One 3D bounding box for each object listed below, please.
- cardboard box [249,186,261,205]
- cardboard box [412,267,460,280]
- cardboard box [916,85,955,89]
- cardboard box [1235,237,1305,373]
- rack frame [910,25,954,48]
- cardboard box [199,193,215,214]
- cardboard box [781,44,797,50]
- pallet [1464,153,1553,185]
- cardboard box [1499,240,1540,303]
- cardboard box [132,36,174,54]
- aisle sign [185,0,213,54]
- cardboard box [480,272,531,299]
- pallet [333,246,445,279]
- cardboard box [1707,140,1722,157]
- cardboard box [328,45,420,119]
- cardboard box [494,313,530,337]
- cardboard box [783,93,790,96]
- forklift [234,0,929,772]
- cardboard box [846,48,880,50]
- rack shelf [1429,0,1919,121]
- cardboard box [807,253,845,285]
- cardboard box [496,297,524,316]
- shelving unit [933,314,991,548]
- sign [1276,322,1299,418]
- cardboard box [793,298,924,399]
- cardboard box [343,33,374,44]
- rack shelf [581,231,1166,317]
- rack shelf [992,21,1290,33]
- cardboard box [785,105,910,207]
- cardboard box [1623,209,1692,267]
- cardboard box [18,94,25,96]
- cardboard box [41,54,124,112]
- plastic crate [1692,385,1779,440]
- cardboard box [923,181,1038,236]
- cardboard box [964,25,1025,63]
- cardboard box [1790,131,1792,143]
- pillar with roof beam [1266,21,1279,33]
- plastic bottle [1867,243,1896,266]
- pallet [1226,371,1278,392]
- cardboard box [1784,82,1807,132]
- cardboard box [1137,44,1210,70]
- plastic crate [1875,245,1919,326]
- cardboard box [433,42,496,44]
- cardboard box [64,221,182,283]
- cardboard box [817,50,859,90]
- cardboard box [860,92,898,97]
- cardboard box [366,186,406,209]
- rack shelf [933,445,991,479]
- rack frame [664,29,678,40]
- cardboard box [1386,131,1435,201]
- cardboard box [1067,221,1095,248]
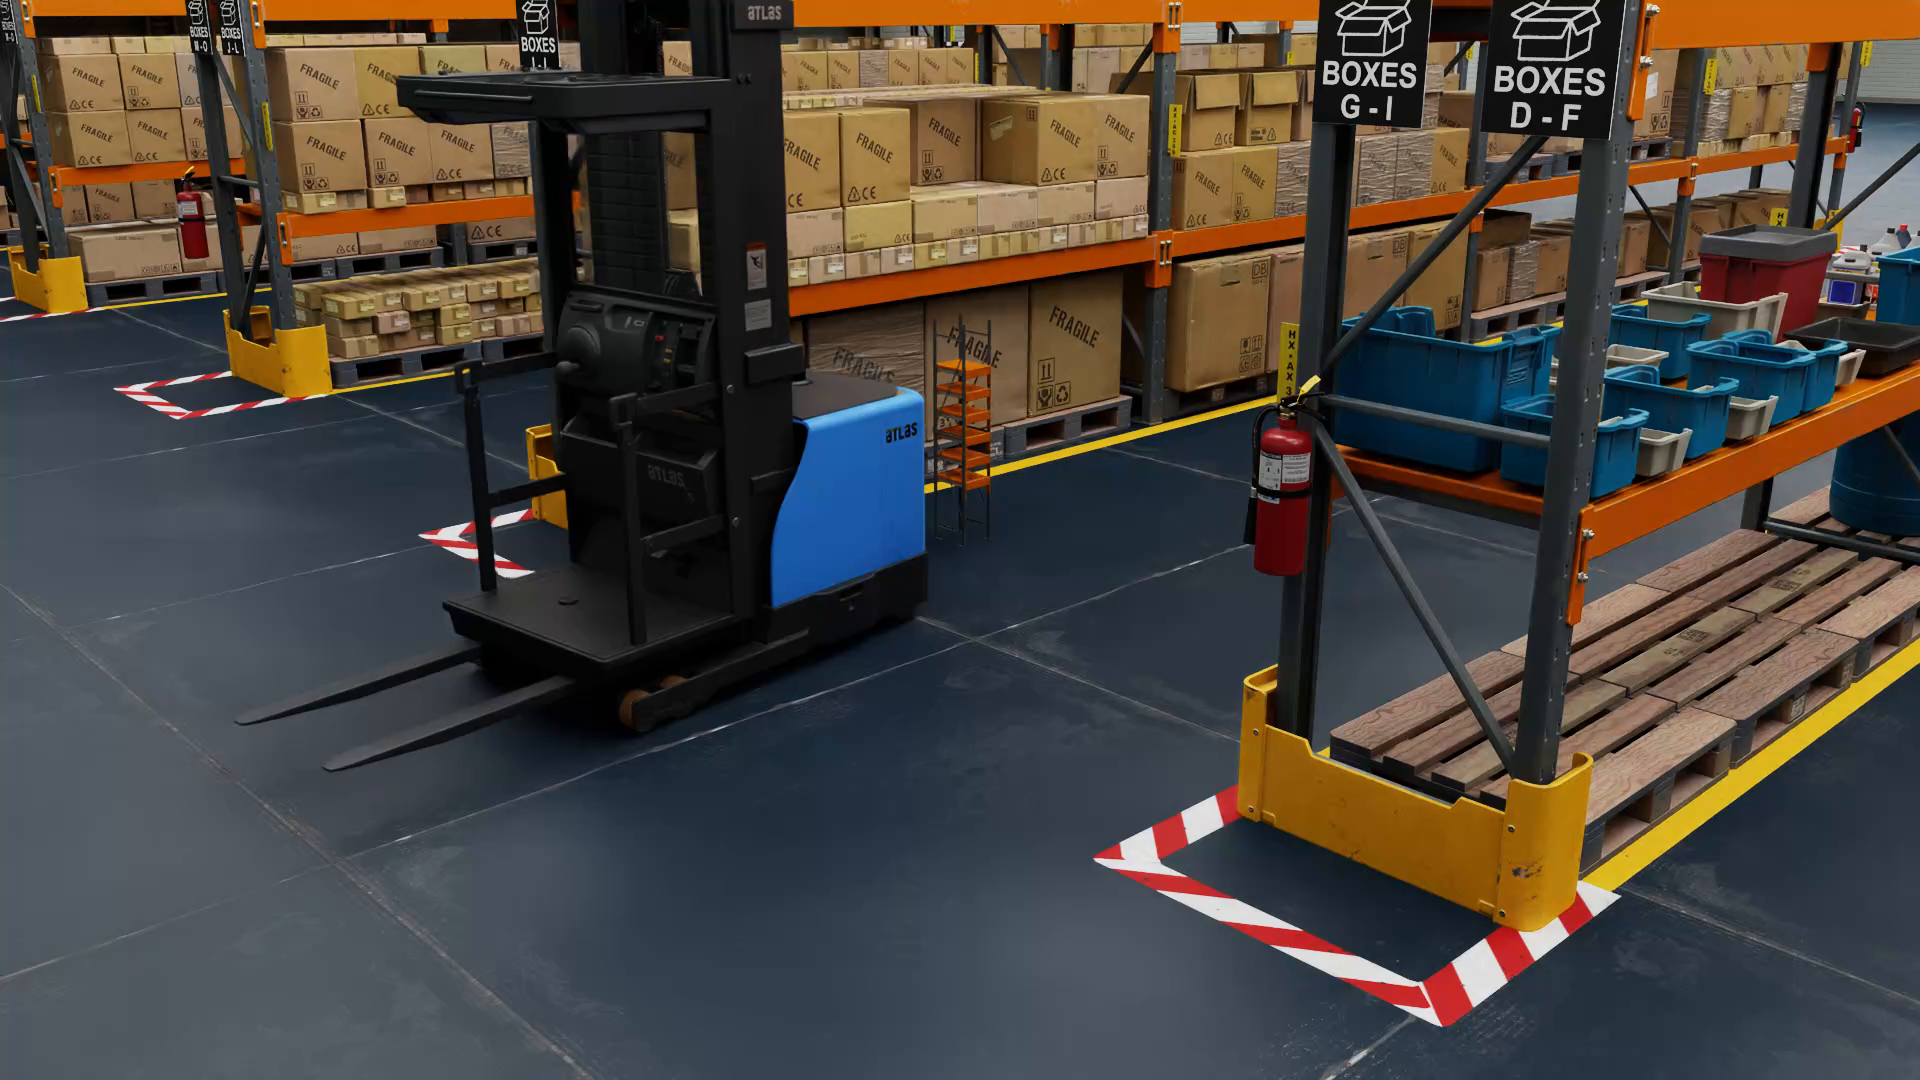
[{"bbox_3d":[-5.191,-2.623,12.618,0.250,0.149,0.380,-16,24,-41],"label":"cardboard box"},{"bbox_3d":[-4.311,-2.139,13.697,0.250,0.149,0.380,-15,23,-39],"label":"cardboard box"},{"bbox_3d":[-0.264,-4.505,16.779,0.250,0.149,0.380,-16,24,-41],"label":"cardboard box"},{"bbox_3d":[2.107,-1.843,12.571,1.225,0.875,0.875,17,24,42],"label":"cardboard box"},{"bbox_3d":[-0.495,-8.200,29.412,0.127,3.000,1.000,-16,24,-41],"label":"rack frame"},{"bbox_3d":[-9.677,-4.297,21.126,0.258,0.266,0.396,-15,23,-39],"label":"cardboard box"},{"bbox_3d":[-2.850,-7.931,26.885,0.250,0.149,0.380,-16,24,-40],"label":"cardboard box"},{"bbox_3d":[4.358,-3.256,14.474,1.003,0.211,1.213,-16,24,-41],"label":"pallet"},{"bbox_3d":[4.781,-2.459,15.046,0.700,0.500,0.500,15,24,39],"label":"cardboard box"},{"bbox_3d":[-7.672,-4.704,15.793,0.380,0.149,0.250,17,25,42],"label":"cardboard box"},{"bbox_3d":[-5.493,-3.898,11.930,0.004,0.787,0.394,-16,24,-41],"label":"aisle sign"},{"bbox_3d":[-3.677,-2.055,13.436,0.250,0.149,0.380,-16,24,-40],"label":"cardboard box"},{"bbox_3d":[-6.408,-3.075,18.128,1.213,0.211,1.003,-16,24,-41],"label":"pallet"},{"bbox_3d":[7.374,-3.929,16.645,0.250,0.149,0.380,-16,24,-41],"label":"cardboard box"},{"bbox_3d":[-4.363,-3.419,12.400,0.500,0.500,0.500,-15,23,-39],"label":"cardboard box"},{"bbox_3d":[-3.702,-1.759,13.489,0.380,0.149,0.250,16,24,41],"label":"cardboard box"},{"bbox_3d":[-1.786,-4.061,15.409,0.380,0.149,0.250,17,25,42],"label":"cardboard box"},{"bbox_3d":[-1.478,-0.803,6.708,1.130,2.935,3.031,14,23,38],"label":"forklift"},{"bbox_3d":[-1.258,-6.386,22.494,0.500,0.500,0.500,-16,24,-41],"label":"cardboard box"},{"bbox_3d":[2.957,-1.876,6.209,4.000,0.370,1.077,-16,24,-41],"label":"rack shelf"},{"bbox_3d":[-0.855,-1.523,9.227,0.250,0.149,0.380,-17,24,-42],"label":"cardboard box"},{"bbox_3d":[-3.765,-1.940,13.564,0.250,0.149,0.380,-15,23,-38],"label":"cardboard box"},{"bbox_3d":[0.011,-0.574,8.809,0.189,1.200,0.258,-16,24,-41],"label":"shelving unit"},{"bbox_3d":[1.114,-0.565,5.598,0.005,0.325,0.100,-16,24,-41],"label":"sign"},{"bbox_3d":[-0.828,-1.013,10.008,0.875,0.875,0.875,-16,24,-41],"label":"cardboard box"},{"bbox_3d":[-6.261,-5.159,17.196,0.250,0.149,0.380,-16,24,-41],"label":"cardboard box"},{"bbox_3d":[-0.446,-1.559,10.095,4.000,0.370,1.077,-16,24,-41],"label":"rack shelf"},{"bbox_3d":[2.033,-5.814,18.355,4.000,0.370,1.077,-16,24,-41],"label":"rack shelf"},{"bbox_3d":[-0.629,-2.162,9.335,0.500,0.500,0.500,-17,25,-42],"label":"cardboard box"},{"bbox_3d":[7.138,-3.106,17.074,0.500,0.500,0.500,17,25,42],"label":"cardboard box"},{"bbox_3d":[-11.230,-5.249,20.073,0.500,0.250,0.500,-15,23,-39],"label":"cardboard box"},{"bbox_3d":[-8.163,-4.259,15.474,0.500,0.500,0.500,-17,25,-42],"label":"cardboard box"},{"bbox_3d":[2.692,-0.442,5.814,0.298,0.136,0.250,-16,24,-41],"label":"plastic crate"},{"bbox_3d":[0.122,-2.024,10.125,0.500,0.250,0.500,-16,24,-40],"label":"cardboard box"},{"bbox_3d":[0.480,-6.950,23.291,0.500,0.500,0.700,-17,24,-41],"label":"cardboard box"},{"bbox_3d":[8.764,-4.373,18.015,0.250,0.149,0.380,-16,24,-41],"label":"cardboard box"},{"bbox_3d":[10.057,-12.686,33.522,0.400,9.000,9.100,-16,24,-41],"label":"pillar with roof beam"},{"bbox_3d":[4.740,-1.389,8.607,0.135,0.276,0.152,-16,24,-41],"label":"plastic bottle"},{"bbox_3d":[2.403,-1.438,13.079,1.213,0.211,1.003,-16,24,-41],"label":"pallet"},{"bbox_3d":[8.634,-4.717,18.025,0.500,0.500,0.875,-16,24,-41],"label":"cardboard box"},{"bbox_3d":[2.389,-5.353,18.848,0.500,0.500,0.700,-16,24,-40],"label":"cardboard box"},{"bbox_3d":[4.305,-1.060,7.320,0.575,0.384,0.392,-16,24,-41],"label":"plastic crate"},{"bbox_3d":[-3.950,-3.760,13.452,0.500,0.500,0.500,17,24,42],"label":"cardboard box"},{"bbox_3d":[-8.297,-2.841,16.358,0.875,0.438,0.875,17,24,42],"label":"cardboard box"},{"bbox_3d":[-1.654,-6.051,21.460,0.500,0.500,0.500,-16,24,-40],"label":"cardboard box"},{"bbox_3d":[-0.786,-4.075,15.453,0.250,0.149,0.380,-15,23,-39],"label":"cardboard box"},{"bbox_3d":[-4.384,-2.594,12.529,0.380,0.149,0.250,17,25,42],"label":"cardboard box"},{"bbox_3d":[0.011,-0.417,8.860,0.180,0.103,0.258,-16,24,-41],"label":"rack shelf"},{"bbox_3d":[-2.327,-3.458,14.785,0.127,3.000,1.000,-16,24,-41],"label":"rack frame"},{"bbox_3d":[3.359,-2.955,13.074,0.500,0.500,0.500,-17,24,-41],"label":"cardboard box"},{"bbox_3d":[0.637,-1.958,10.568,0.250,0.149,0.380,-17,24,-42],"label":"cardboard box"}]
